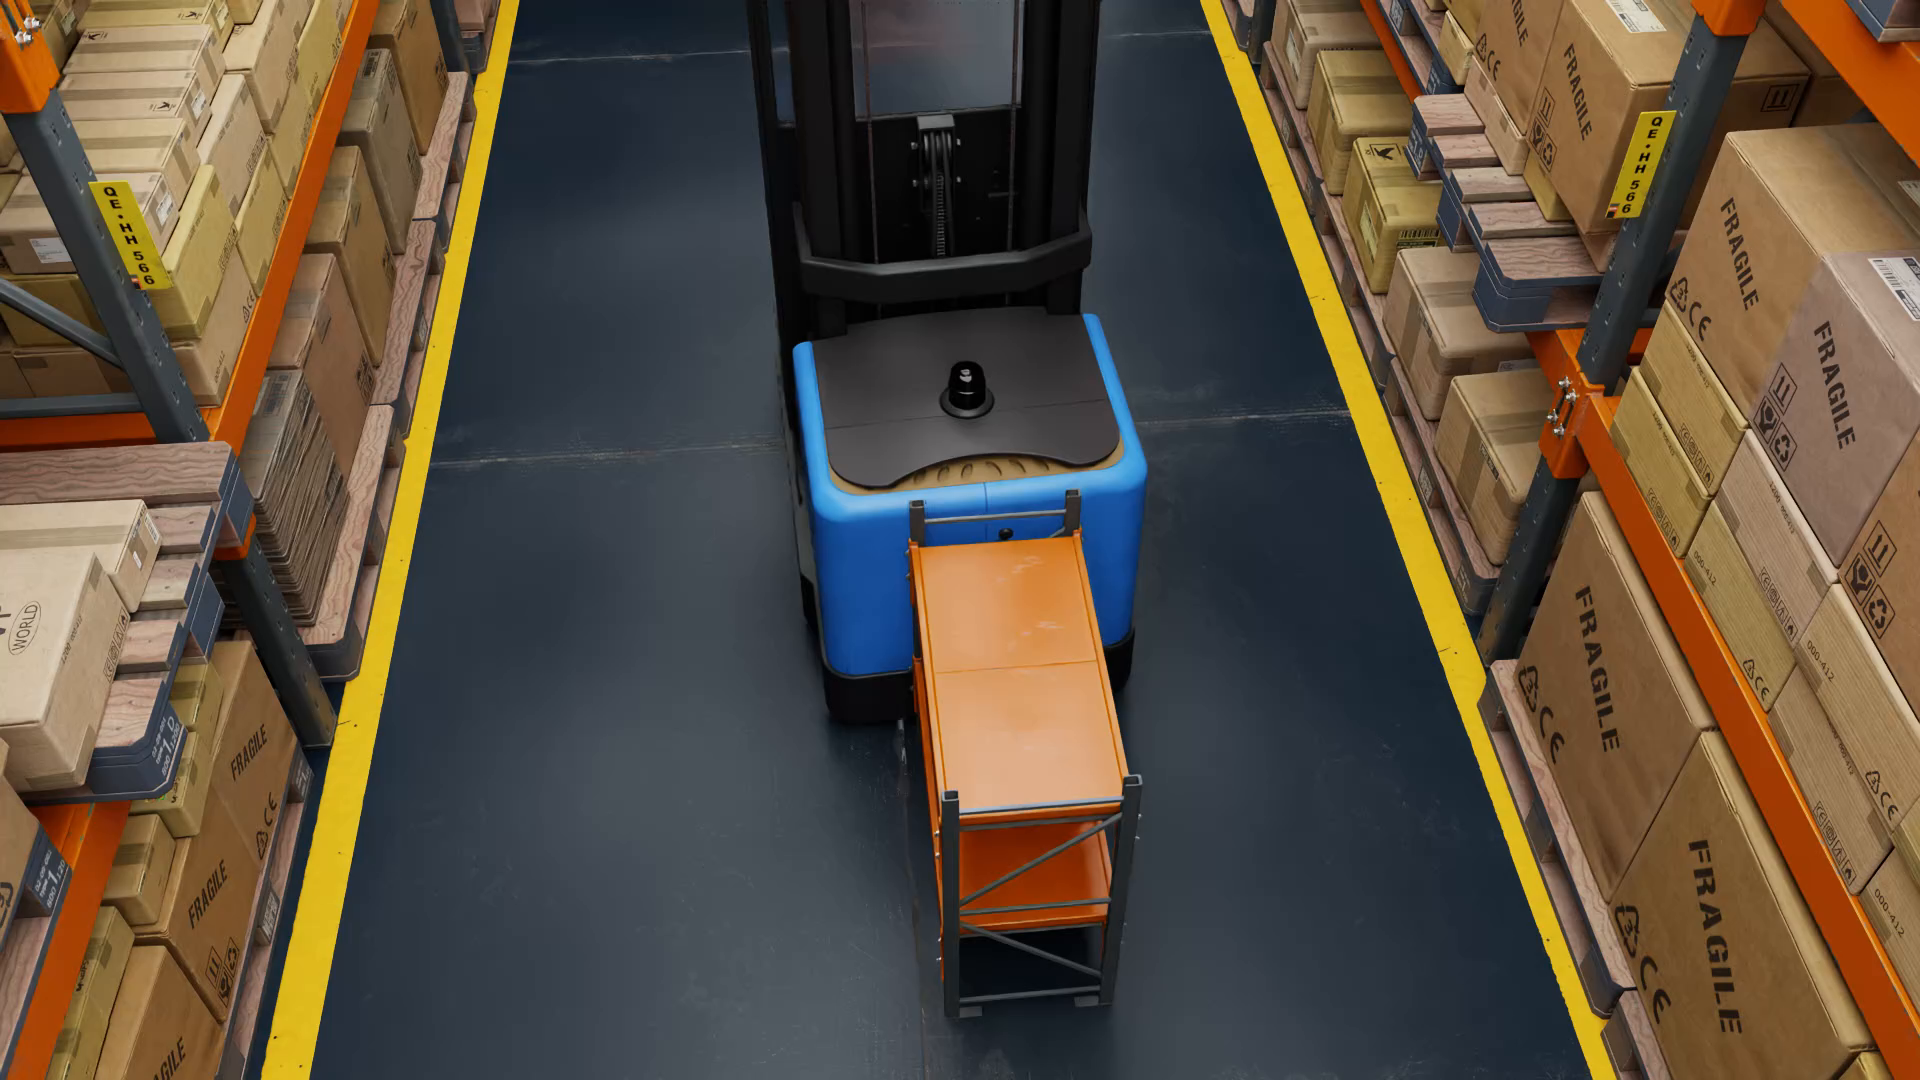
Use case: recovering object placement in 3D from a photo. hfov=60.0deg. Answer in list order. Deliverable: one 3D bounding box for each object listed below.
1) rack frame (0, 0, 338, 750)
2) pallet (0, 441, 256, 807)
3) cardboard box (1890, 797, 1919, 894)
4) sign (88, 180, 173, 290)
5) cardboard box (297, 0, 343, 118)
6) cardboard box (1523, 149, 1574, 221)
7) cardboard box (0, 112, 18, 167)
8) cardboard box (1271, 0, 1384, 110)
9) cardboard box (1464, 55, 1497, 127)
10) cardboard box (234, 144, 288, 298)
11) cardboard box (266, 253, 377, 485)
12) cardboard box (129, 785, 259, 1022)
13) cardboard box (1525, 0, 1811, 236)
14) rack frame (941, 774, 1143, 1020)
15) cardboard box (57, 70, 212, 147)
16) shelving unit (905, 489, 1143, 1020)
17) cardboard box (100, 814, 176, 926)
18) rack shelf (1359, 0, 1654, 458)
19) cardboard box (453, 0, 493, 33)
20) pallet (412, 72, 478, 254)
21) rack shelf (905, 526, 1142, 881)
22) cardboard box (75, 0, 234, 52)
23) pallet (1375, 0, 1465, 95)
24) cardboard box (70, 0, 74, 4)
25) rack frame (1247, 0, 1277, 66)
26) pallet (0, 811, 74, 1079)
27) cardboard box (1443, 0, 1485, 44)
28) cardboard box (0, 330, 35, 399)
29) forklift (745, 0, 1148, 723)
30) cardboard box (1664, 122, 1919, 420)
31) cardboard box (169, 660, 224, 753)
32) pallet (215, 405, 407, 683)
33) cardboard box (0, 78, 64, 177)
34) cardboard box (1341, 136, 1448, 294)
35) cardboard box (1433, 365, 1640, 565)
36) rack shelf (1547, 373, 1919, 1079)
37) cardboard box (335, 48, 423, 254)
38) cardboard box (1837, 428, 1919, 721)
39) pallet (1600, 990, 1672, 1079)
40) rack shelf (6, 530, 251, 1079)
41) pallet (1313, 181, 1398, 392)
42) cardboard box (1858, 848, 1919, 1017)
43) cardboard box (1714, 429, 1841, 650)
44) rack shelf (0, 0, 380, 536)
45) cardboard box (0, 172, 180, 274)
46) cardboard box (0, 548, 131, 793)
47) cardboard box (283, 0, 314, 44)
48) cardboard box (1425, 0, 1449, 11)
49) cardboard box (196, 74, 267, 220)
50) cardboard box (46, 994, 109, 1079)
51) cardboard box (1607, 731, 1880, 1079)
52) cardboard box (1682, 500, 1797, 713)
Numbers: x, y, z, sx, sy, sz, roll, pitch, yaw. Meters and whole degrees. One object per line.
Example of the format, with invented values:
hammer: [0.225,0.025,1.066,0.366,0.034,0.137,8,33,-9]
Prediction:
rack frame: [-2.615,-0.348,4.514,1.000,3.000,0.127,-3,47,-3]
pallet: [-2.488,0.204,4.123,1.213,0.211,1.003,-3,47,-3]
cardboard box: [2.228,0.712,3.269,0.500,0.250,0.500,-3,47,-3]
sign: [-2.075,-0.759,4.160,0.100,0.325,0.005,-3,47,-3]
cardboard box: [-2.537,-1.744,5.939,0.500,0.250,0.500,-2,47,-2]
cardboard box: [1.975,-1.123,5.131,0.380,0.149,0.250,-3,47,-3]
cardboard box: [-2.938,-1.202,4.807,0.380,0.149,0.250,-4,47,-3]
cardboard box: [2.043,-2.408,7.985,0.950,0.372,0.625,-3,47,-3]
cardboard box: [1.896,-1.485,5.474,0.380,0.149,0.250,-5,47,-5]
cardboard box: [-2.446,-0.996,5.231,0.500,0.250,0.500,-4,47,-4]
cardboard box: [-2.716,-0.600,6.099,0.875,0.625,0.625,-2,47,-2]
cardboard box: [-2.334,1.023,4.648,0.500,0.500,0.500,-4,47,-4]
cardboard box: [2.016,-1.245,4.801,0.500,0.500,0.500,-5,47,-4]
rack frame: [0.203,1.000,4.528,0.500,1.125,0.032,-4,47,-4]
cardboard box: [-2.419,-1.231,4.835,0.380,0.149,0.250,-2,47,-2]
shelving unit: [0.153,0.633,4.876,0.538,1.125,1.048,-4,47,-4]
cardboard box: [-2.289,0.875,4.341,0.380,0.149,0.250,-5,47,-5]
rack shelf: [2.164,-1.852,6.433,1.077,0.370,4.000,-3,47,-3]
cardboard box: [-2.660,-2.811,8.451,0.500,0.250,0.500,-3,47,-3]
pallet: [-2.849,-1.752,7.764,1.003,0.211,1.213,-3,47,-3]
rack shelf: [0.153,0.432,4.663,0.538,0.278,1.000,-4,47,-4]
cardboard box: [-2.504,-1.600,5.183,0.380,0.149,0.250,-3,47,-3]
pallet: [2.125,-2.016,6.226,1.003,0.211,1.213,-3,47,-3]
cardboard box: [-3.076,-1.745,5.321,0.380,0.149,0.250,-4,47,-4]
rack frame: [1.996,-3.546,7.543,1.000,3.000,0.127,-3,47,-3]
pallet: [-2.447,1.125,3.251,1.003,0.211,1.213,-3,47,-3]
cardboard box: [1.918,-1.984,5.500,0.500,0.500,0.500,-6,47,-6]
cardboard box: [-2.907,-0.606,4.861,0.500,0.250,0.500,-4,47,-4]
forklift: [-0.149,-1.478,5.631,1.130,2.935,3.031,-6,47,-6]
cardboard box: [2.129,-0.659,4.050,0.500,0.500,0.500,-5,47,-5]
cardboard box: [-2.321,0.486,4.709,0.380,0.149,0.250,-6,47,-5]
pallet: [-2.645,0.013,6.092,1.003,0.211,1.213,-3,47,-3]
cardboard box: [-2.974,-1.146,5.029,0.500,0.250,0.500,-3,47,-3]
cardboard box: [2.166,-1.385,7.016,0.950,0.372,0.625,-2,47,-2]
cardboard box: [2.294,-0.302,5.991,0.950,0.372,0.625,-6,47,-6]
rack shelf: [2.499,1.042,3.693,1.077,0.370,4.000,-3,47,-3]
cardboard box: [-2.838,-1.631,7.075,0.875,0.625,0.625,-4,47,-4]
cardboard box: [2.208,0.075,3.356,0.500,0.500,0.500,-2,47,-2]
pallet: [2.421,1.762,4.436,1.003,0.211,1.213,-3,47,-3]
rack shelf: [-2.447,1.346,3.404,1.077,0.370,4.000,-3,47,-3]
pallet: [2.168,-1.140,7.184,1.003,0.211,1.213,-3,47,-3]
cardboard box: [2.265,0.876,3.458,0.500,0.250,0.500,-3,47,-3]
cardboard box: [2.170,-0.017,3.959,0.500,0.250,0.500,-2,47,-2]
rack shelf: [-2.782,-1.548,6.145,1.077,0.370,4.000,-3,47,-3]
cardboard box: [-2.348,-0.854,4.477,0.380,0.149,0.250,-2,47,-2]
cardboard box: [-2.204,0.303,3.711,0.500,0.250,0.500,-5,47,-5]
cardboard box: [-2.543,-1.914,5.756,0.500,0.250,0.500,-3,47,-3]
cardboard box: [1.861,-2.049,6.009,0.380,0.149,0.250,-5,47,-5]
cardboard box: [-2.449,-1.166,5.048,0.500,0.250,0.500,-2,47,-2]
cardboard box: [-2.291,1.249,3.987,0.380,0.149,0.250,-4,47,-4]
cardboard box: [2.377,1.084,4.331,0.875,0.875,0.875,-3,47,-3]
cardboard box: [2.182,0.139,4.156,0.500,0.250,0.500,-5,47,-4]
